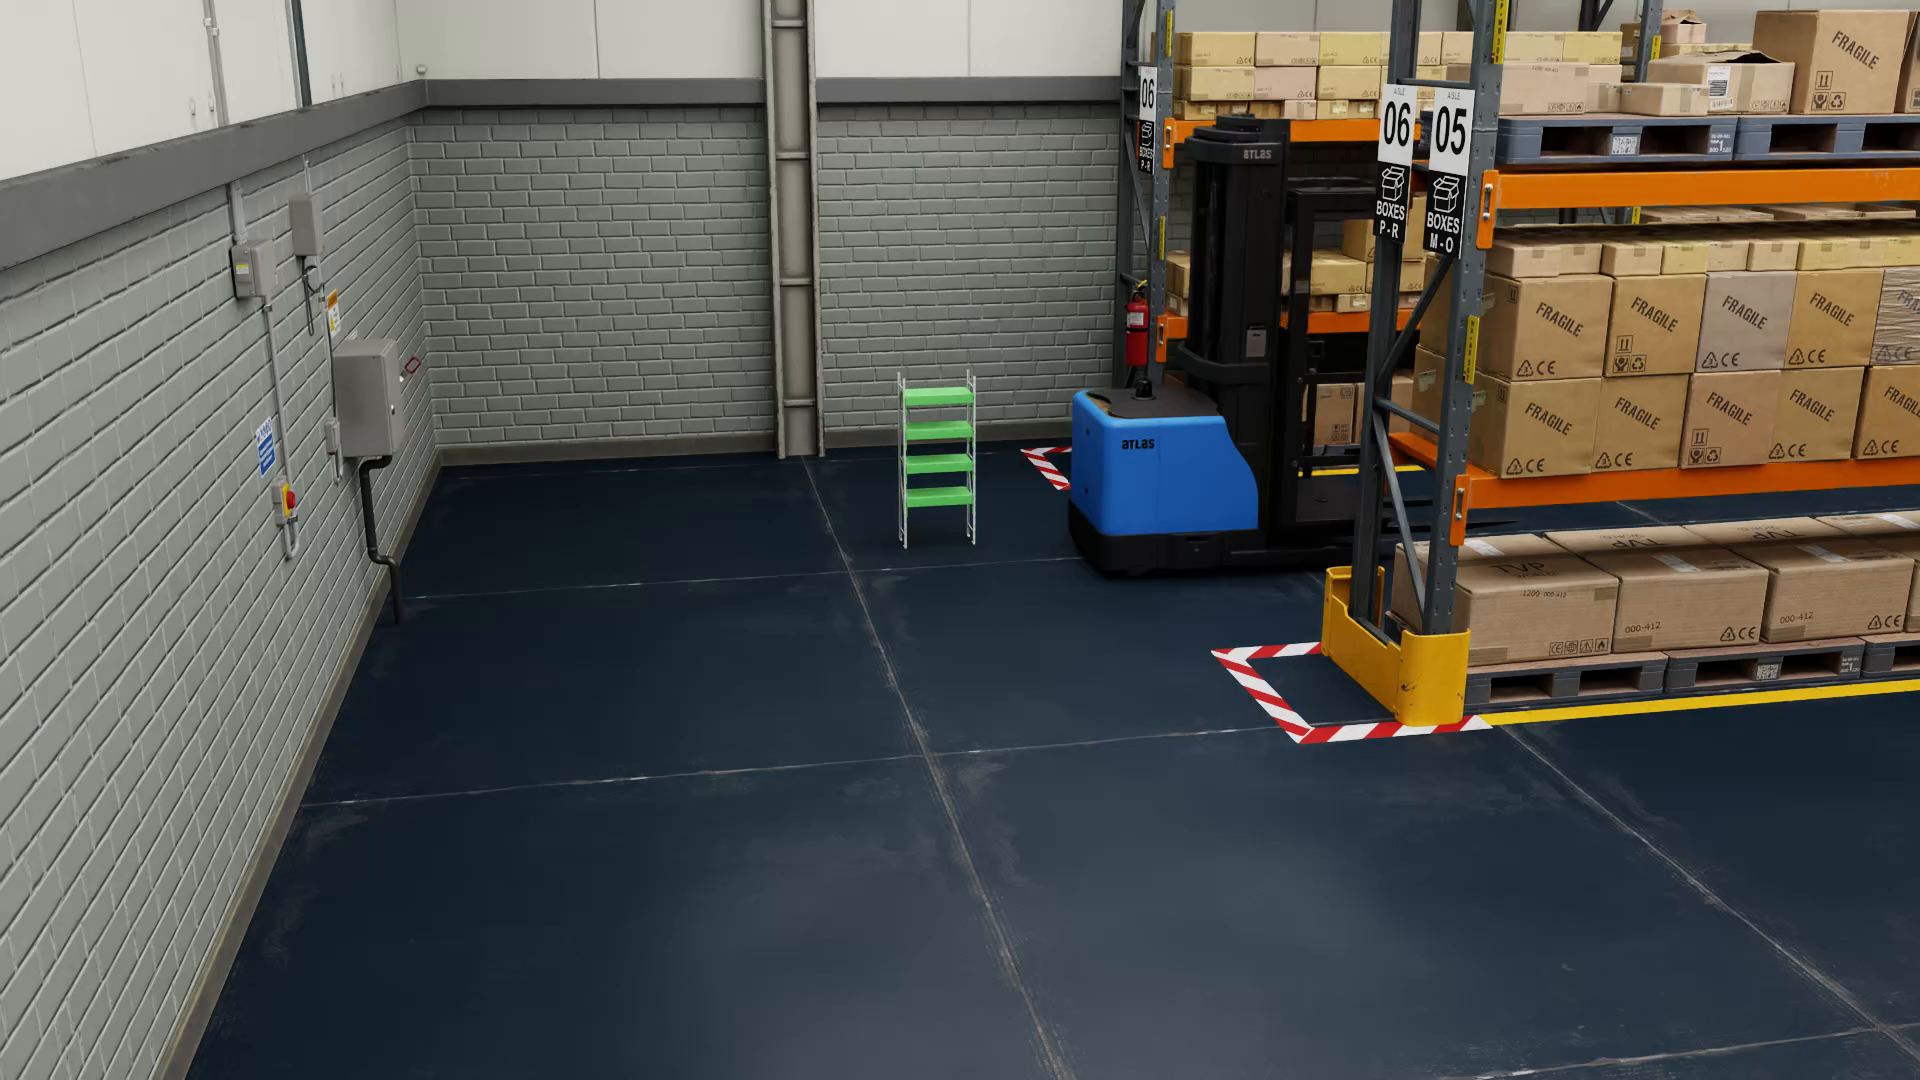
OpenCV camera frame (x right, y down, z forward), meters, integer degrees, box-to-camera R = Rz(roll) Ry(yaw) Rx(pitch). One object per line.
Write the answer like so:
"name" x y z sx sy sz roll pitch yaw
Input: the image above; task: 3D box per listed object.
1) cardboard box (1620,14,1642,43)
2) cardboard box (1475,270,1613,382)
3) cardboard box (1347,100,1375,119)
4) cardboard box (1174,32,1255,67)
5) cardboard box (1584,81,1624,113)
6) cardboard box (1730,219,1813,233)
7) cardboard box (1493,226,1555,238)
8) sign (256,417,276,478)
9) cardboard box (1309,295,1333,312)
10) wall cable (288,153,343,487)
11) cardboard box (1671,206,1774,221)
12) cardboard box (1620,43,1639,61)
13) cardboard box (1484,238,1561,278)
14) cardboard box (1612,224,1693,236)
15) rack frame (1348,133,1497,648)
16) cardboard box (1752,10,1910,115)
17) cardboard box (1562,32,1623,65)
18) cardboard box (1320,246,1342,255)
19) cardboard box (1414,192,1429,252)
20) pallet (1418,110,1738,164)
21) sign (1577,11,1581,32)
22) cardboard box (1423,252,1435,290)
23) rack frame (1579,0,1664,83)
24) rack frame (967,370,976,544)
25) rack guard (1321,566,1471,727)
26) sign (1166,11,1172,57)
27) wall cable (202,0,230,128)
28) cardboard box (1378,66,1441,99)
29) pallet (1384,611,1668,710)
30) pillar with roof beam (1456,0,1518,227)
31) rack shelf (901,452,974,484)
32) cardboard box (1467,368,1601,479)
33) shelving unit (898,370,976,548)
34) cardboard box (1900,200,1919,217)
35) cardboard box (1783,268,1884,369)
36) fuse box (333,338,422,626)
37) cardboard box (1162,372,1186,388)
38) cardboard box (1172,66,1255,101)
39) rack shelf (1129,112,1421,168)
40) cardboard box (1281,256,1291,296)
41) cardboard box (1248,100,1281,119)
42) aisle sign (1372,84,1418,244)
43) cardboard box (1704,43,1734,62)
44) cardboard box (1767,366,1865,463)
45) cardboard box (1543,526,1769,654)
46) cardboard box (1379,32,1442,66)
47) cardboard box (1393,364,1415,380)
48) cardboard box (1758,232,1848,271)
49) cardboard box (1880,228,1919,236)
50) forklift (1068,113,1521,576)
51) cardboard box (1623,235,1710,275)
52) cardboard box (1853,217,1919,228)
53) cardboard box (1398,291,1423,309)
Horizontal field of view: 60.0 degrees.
"cardboard box" 5.664 -4.230 13.698 0.258 0.266 0.396 -3 17 -11
"cardboard box" 2.920 -1.108 8.437 0.500 0.500 0.500 -4 17 -12
"cardboard box" 3.065 -3.397 13.081 0.250 0.149 0.380 -3 17 -11
"cardboard box" 1.933 -3.764 12.746 0.500 0.250 0.500 -3 17 -11
"cardboard box" 3.216 -2.297 8.616 0.250 0.149 0.380 -5 18 -15
"cardboard box" 4.464 -1.674 9.175 0.250 0.149 0.380 -3 17 -10
"cardboard box" 2.954 -1.572 8.844 0.250 0.149 0.380 -3 17 -9
"sign" -3.188 -0.429 7.638 0.001 0.218 0.327 -3 17 -10
"cardboard box" 2.836 -1.952 13.487 0.250 0.149 0.380 -3 17 -10
"wall cable" -3.418 -1.211 8.914 0.122 1.984 0.588 -3 17 -10
"cardboard box" 6.403 -2.531 14.058 0.500 0.500 0.700 -3 17 -10
"cardboard box" 5.649 -4.046 13.803 0.250 0.149 0.380 -3 17 -11
"cardboard box" 2.796 -1.413 8.327 0.250 0.149 0.380 -3 17 -9
"cardboard box" 3.716 -1.607 8.957 0.250 0.149 0.380 -3 17 -11
"rack frame" 2.395 -0.638 8.779 0.127 3.000 1.000 -3 17 -10
"cardboard box" 4.402 -2.437 8.472 0.500 0.500 0.500 -3 17 -9
"cardboard box" 4.927 -3.937 13.309 0.500 0.250 0.500 -3 17 -10
"cardboard box" 3.358 -2.325 14.020 0.500 0.250 0.500 -3 17 -11
"cardboard box" 3.864 -2.714 14.010 0.500 0.500 0.500 -4 17 -12
"pallet" 3.121 -2.073 8.496 1.213 0.211 1.003 -3 17 -10
"sign" 5.268 -4.320 14.108 0.005 0.325 0.100 -3 17 -10
"cardboard box" 3.942 -2.207 13.636 0.500 0.250 0.500 -3 17 -11
"rack frame" 5.377 -5.159 13.281 0.127 3.000 1.000 -3 17 -10
"rack frame" 0.077 -0.578 11.650 0.015 1.200 0.240 -3 17 -10
"rack guard" 2.371 0.559 9.141 0.348 0.500 1.175 -3 17 -10
"sign" 1.552 -3.764 12.359 0.005 0.325 0.100 -3 17 -10
"wall cable" -3.137 -3.107 6.602 0.029 3.000 0.463 -3 17 -10
"cardboard box" 3.440 -3.613 13.107 0.500 0.250 0.500 -4 17 -11
"pallet" 3.165 0.628 9.407 1.213 0.211 1.003 -3 17 -10
"pillar with roof beam" 5.339 -4.139 9.961 0.400 9.000 9.100 -3 17 -10
"rack shelf" -0.163 -0.503 11.624 0.480 0.148 0.258 -3 17 -10
"cardboard box" 2.920 -0.629 8.582 0.500 0.500 0.500 -3 17 -11
"shelving unit" -0.163 -0.564 11.606 0.503 1.200 0.258 -3 17 -10
"cardboard box" 8.769 -2.779 14.865 0.500 0.500 0.500 -2 17 -8
"cardboard box" 4.419 -1.198 8.729 0.500 0.500 0.500 -3 17 -10
"fuse box" -3.393 -0.315 9.921 0.414 1.711 0.539 -3 17 -10
"cardboard box" 2.068 -1.082 13.764 0.637 0.503 0.797 -4 18 -13
"cardboard box" 1.937 -3.519 12.799 0.500 0.250 0.500 -3 17 -11
"rack shelf" 3.413 -3.270 13.465 4.000 0.370 1.077 -3 17 -10
"cardboard box" 2.441 -2.115 13.336 0.500 0.250 0.500 -3 17 -10
"cardboard box" 2.314 -3.364 12.976 0.250 0.149 0.380 -3 17 -10
"aisle sign" 2.265 -1.966 8.675 0.004 0.787 0.394 -3 17 -10
"cardboard box" 6.001 -3.921 13.396 0.250 0.149 0.380 -3 17 -10
"cardboard box" 4.403 -0.721 8.881 0.500 0.500 0.500 -3 17 -9
"cardboard box" 3.921 0.267 9.481 0.875 0.438 0.875 -3 17 -9
"cardboard box" 3.425 -3.850 13.027 0.500 0.250 0.500 -3 17 -9
"cardboard box" 3.934 -1.175 14.071 0.500 0.500 0.700 -4 18 -13
"cardboard box" 4.326 -1.488 8.568 0.250 0.149 0.380 -4 17 -12
"cardboard box" 5.070 -1.549 8.769 0.250 0.149 0.380 -3 17 -11
"forklift" 2.330 -1.348 11.208 3.031 2.935 1.130 -3 17 -9
"cardboard box" 3.571 -1.450 8.445 0.250 0.149 0.380 -4 17 -12
"cardboard box" 5.216 -1.712 9.299 0.250 0.149 0.380 -3 17 -11
"cardboard box" 3.593 -2.000 13.641 0.250 0.149 0.380 -3 17 -11
